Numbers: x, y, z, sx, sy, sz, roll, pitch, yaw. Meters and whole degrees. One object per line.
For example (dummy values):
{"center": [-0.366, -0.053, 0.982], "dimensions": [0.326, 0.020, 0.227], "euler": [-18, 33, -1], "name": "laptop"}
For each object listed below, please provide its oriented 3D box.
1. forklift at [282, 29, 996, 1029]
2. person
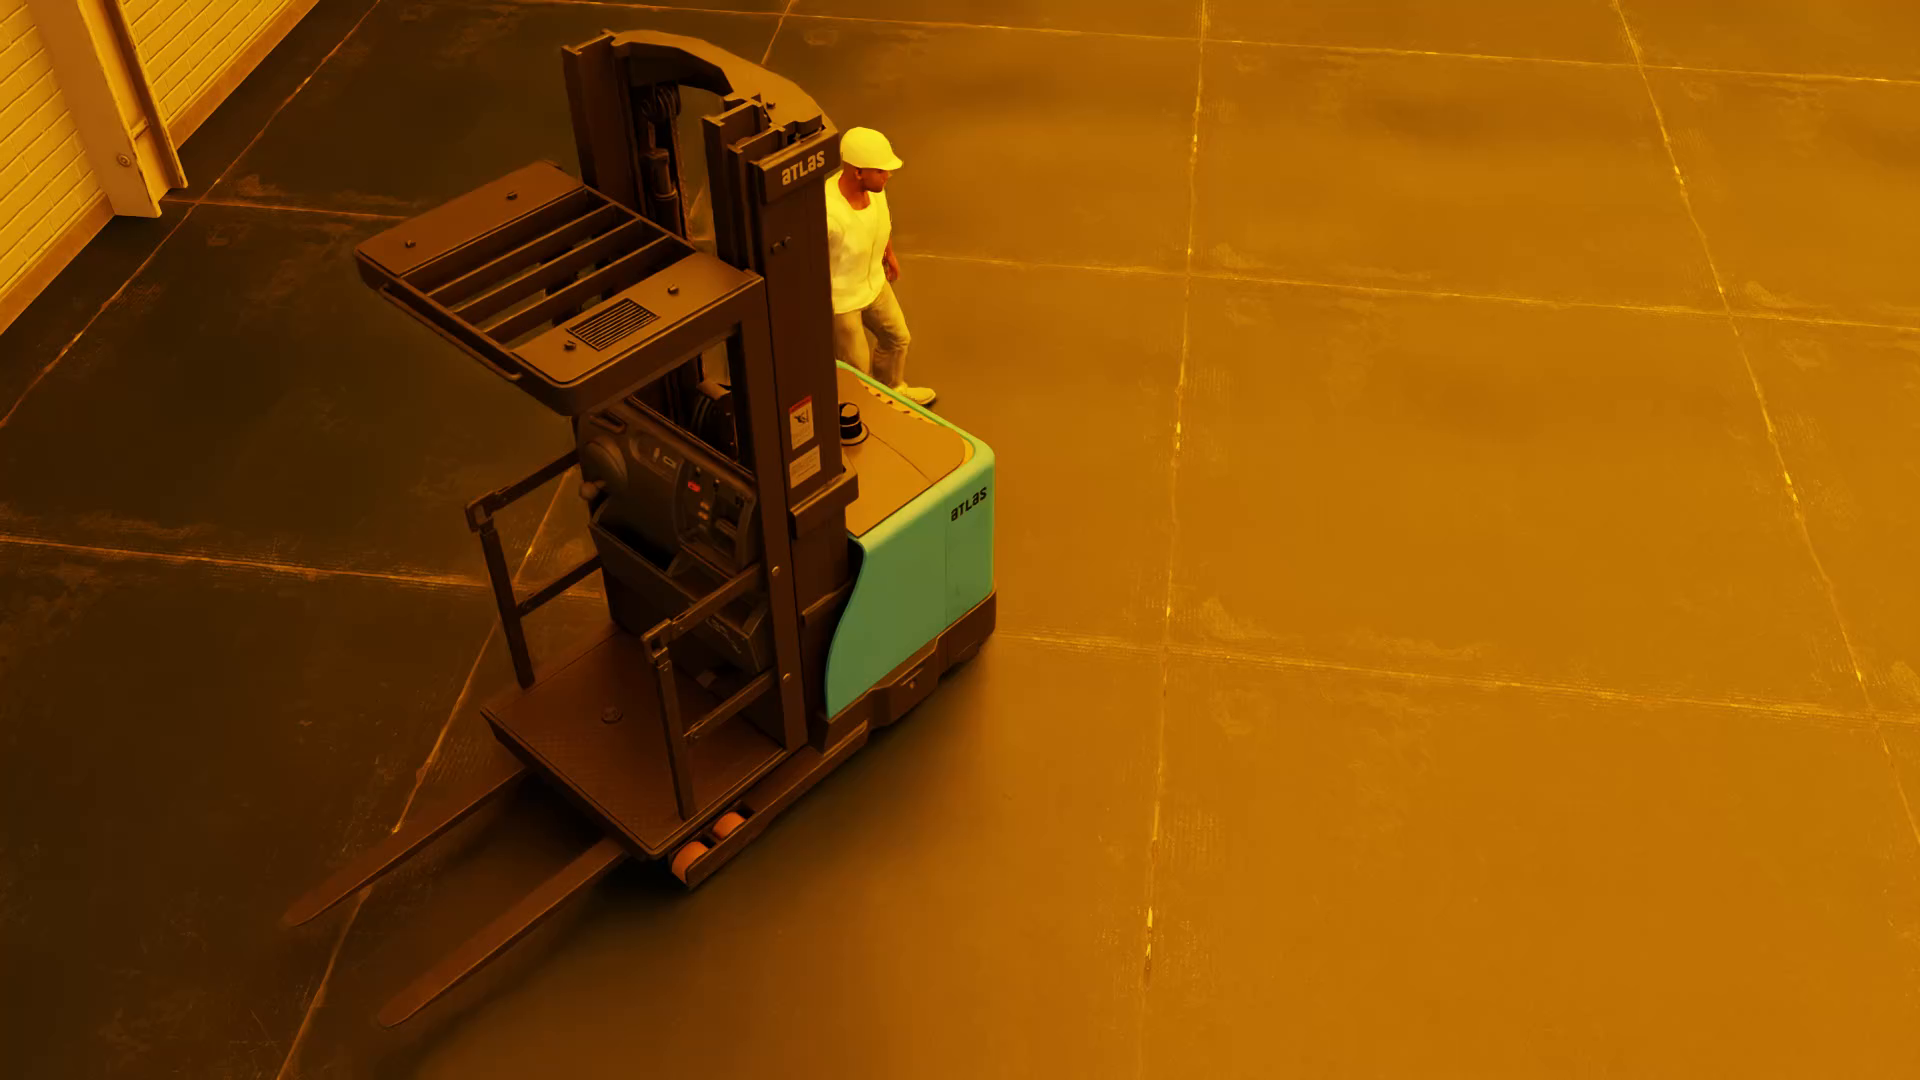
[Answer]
{"center": [-1.206, -0.139, 5.876], "dimensions": [1.130, 2.935, 3.031], "euler": [32, 51, 30], "name": "forklift"}
{"center": [-0.479, -1.178, 7.896], "dimensions": [0.449, 1.733, 0.875], "euler": [23, 47, 23], "name": "person"}
